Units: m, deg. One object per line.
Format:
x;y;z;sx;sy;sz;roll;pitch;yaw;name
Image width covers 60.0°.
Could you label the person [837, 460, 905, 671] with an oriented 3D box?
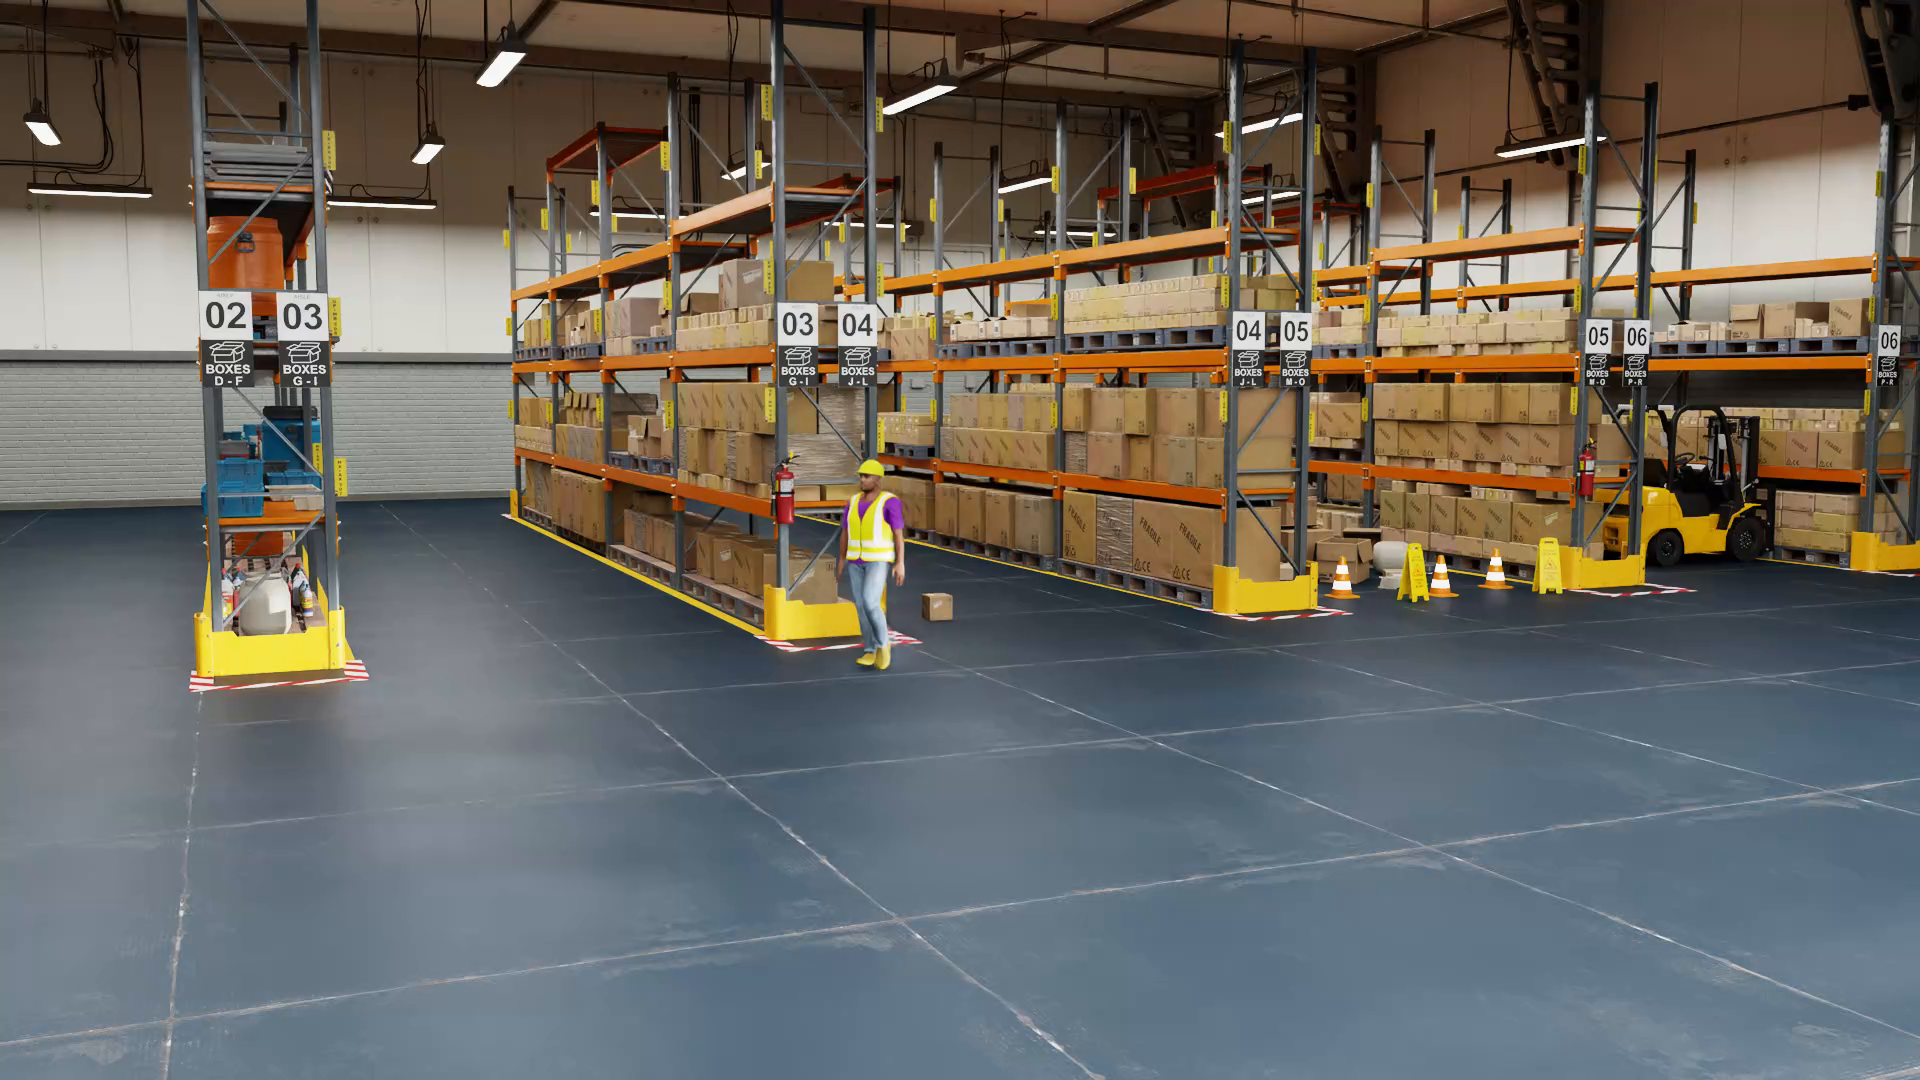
-0.790;0.214;14.186;0.607;1.793;0.463;3;6;31;person
